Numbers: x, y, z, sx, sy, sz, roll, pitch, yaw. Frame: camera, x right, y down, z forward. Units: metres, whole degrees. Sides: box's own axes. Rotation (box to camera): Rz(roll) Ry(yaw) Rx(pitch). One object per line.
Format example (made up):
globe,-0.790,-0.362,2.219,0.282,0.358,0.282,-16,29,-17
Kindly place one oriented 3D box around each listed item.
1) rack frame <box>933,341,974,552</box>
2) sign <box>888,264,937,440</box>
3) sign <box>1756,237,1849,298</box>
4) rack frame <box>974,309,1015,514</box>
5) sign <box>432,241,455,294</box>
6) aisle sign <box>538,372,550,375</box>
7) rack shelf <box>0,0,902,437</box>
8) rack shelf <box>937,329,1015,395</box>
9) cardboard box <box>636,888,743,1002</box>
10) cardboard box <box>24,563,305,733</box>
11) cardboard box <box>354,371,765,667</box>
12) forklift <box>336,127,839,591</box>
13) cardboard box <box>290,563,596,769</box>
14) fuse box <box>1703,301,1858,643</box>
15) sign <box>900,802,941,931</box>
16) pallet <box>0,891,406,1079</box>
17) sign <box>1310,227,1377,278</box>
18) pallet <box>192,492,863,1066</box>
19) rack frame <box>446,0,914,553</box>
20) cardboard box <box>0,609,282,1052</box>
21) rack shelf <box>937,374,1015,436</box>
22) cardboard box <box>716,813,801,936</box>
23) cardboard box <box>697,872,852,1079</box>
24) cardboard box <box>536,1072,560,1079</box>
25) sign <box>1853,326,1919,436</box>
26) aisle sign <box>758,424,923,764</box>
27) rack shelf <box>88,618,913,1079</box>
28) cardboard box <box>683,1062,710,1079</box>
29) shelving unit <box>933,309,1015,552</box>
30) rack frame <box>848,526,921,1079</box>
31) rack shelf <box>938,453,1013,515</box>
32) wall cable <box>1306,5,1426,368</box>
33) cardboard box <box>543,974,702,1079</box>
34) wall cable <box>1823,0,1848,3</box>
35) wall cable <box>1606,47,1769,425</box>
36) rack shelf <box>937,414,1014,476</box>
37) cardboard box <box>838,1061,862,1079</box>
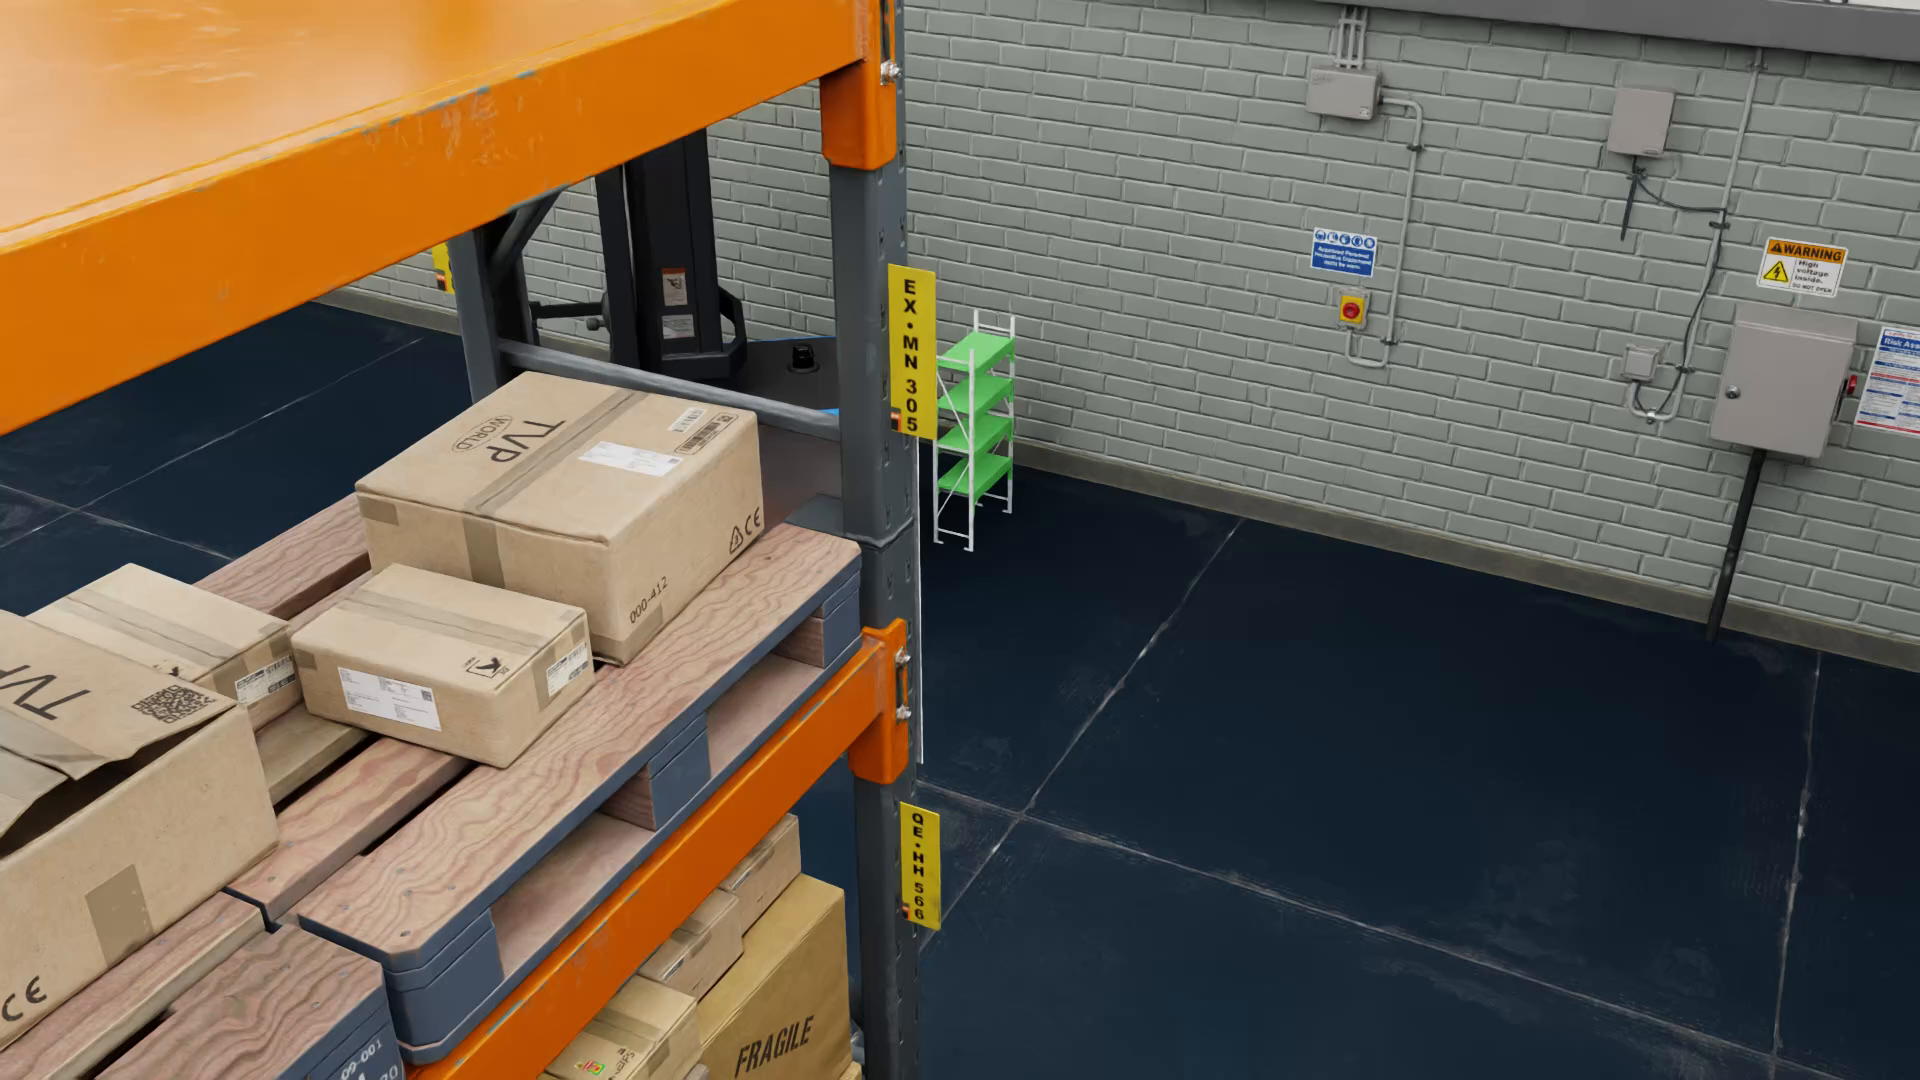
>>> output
rack frame,-0.036,-0.486,8.891,0.240,1.200,0.015,14,33,23
sign,-0.088,-0.337,3.002,0.100,0.325,0.005,14,33,23
sign,3.832,-1.242,7.571,0.339,0.242,0.001,14,33,23
rack frame,0.187,-0.702,9.267,0.240,1.200,0.015,14,33,23
sign,-1.056,-0.658,3.415,0.100,0.325,0.005,14,33,23
aisle sign,-0.790,-0.041,3.698,0.394,0.787,0.004,14,33,23
rack shelf,-1.476,-0.045,1.416,1.077,0.370,4.000,14,33,23
rack shelf,0.075,-0.955,8.872,0.258,0.148,0.480,14,33,23
cardboard box,-0.644,0.749,3.178,0.380,0.149,0.250,15,33,24
cardboard box,-1.265,0.197,2.612,0.380,0.149,0.250,16,33,25
cardboard box,-0.690,-0.057,2.953,0.500,0.250,0.500,11,32,19
forklift,-1.909,-1.111,8.241,3.031,2.935,1.130,-5,30,-8
cardboard box,-0.810,0.191,2.623,0.380,0.149,0.250,12,32,19
fuse box,3.787,-0.221,7.916,0.539,1.711,0.414,14,33,23
sign,-0.088,0.709,3.603,0.100,0.325,0.005,14,33,23
pallet,-1.448,0.796,1.928,1.003,0.211,1.213,14,33,23
sign,1.968,-1.476,8.536,0.327,0.218,0.001,14,33,23
pallet,-0.894,0.253,2.874,1.003,0.211,1.213,14,33,23
rack frame,-0.565,-1.417,2.681,1.000,3.000,0.127,14,33,23
cardboard box,-1.291,0.349,2.185,0.500,0.311,0.500,15,33,24
rack shelf,0.075,-0.746,8.991,0.258,0.148,0.480,14,33,23
cardboard box,-0.550,0.631,3.384,0.380,0.149,0.250,15,33,24
cardboard box,-0.573,0.975,3.435,0.500,0.500,0.500,15,33,25
cardboard box,-0.838,0.985,2.768,0.380,0.149,0.250,15,33,24
sign,4.321,-0.718,7.583,0.329,0.494,0.001,14,33,23
aisle sign,-0.256,0.096,3.461,0.394,0.787,0.004,14,33,23
rack shelf,-1.476,1.082,2.063,1.077,0.370,4.000,14,33,23
cardboard box,-0.785,1.214,3.020,0.500,0.500,0.500,14,33,23
shelving unit,0.075,-0.594,9.079,0.258,1.200,0.503,14,33,23
rack frame,-0.565,1.184,4.175,1.000,3.000,0.127,14,33,23
rack shelf,0.075,-0.330,9.230,0.258,0.148,0.480,14,33,23
wall cable,1.983,-1.775,8.277,0.585,1.953,0.123,14,33,23
cardboard box,-0.687,0.882,2.946,0.380,0.149,0.250,14,33,23
wall cable,4.907,-3.198,5.746,2.988,3.039,0.133,14,33,23
wall cable,3.251,-1.445,7.733,0.588,1.984,0.122,14,33,23
rack shelf,0.075,-0.538,9.111,0.258,0.148,0.480,14,33,23
cardboard box,-0.549,1.415,3.673,0.500,0.500,0.500,14,33,24
